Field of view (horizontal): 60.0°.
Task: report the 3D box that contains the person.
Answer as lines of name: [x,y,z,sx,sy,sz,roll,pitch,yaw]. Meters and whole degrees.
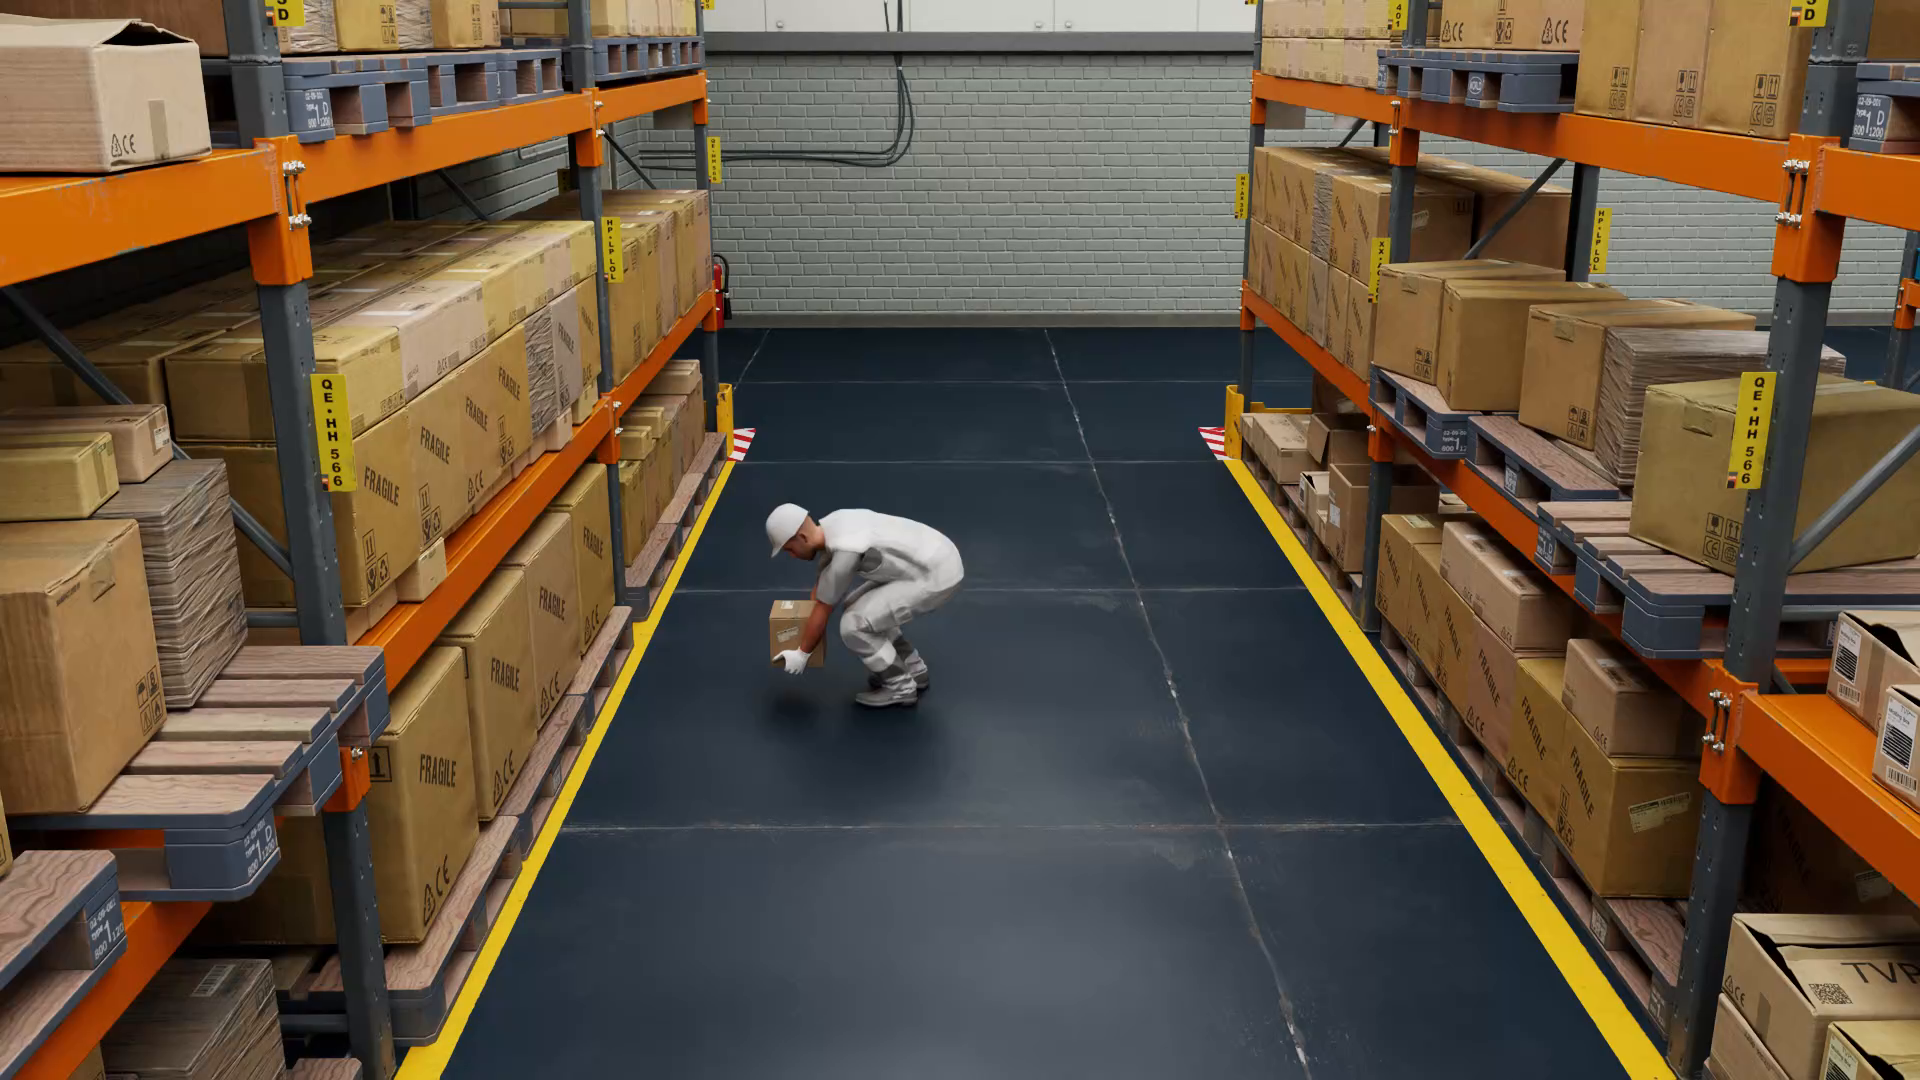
person: [-0.450,0.291,7.934,0.919,0.983,0.526,-1,17,-3]
